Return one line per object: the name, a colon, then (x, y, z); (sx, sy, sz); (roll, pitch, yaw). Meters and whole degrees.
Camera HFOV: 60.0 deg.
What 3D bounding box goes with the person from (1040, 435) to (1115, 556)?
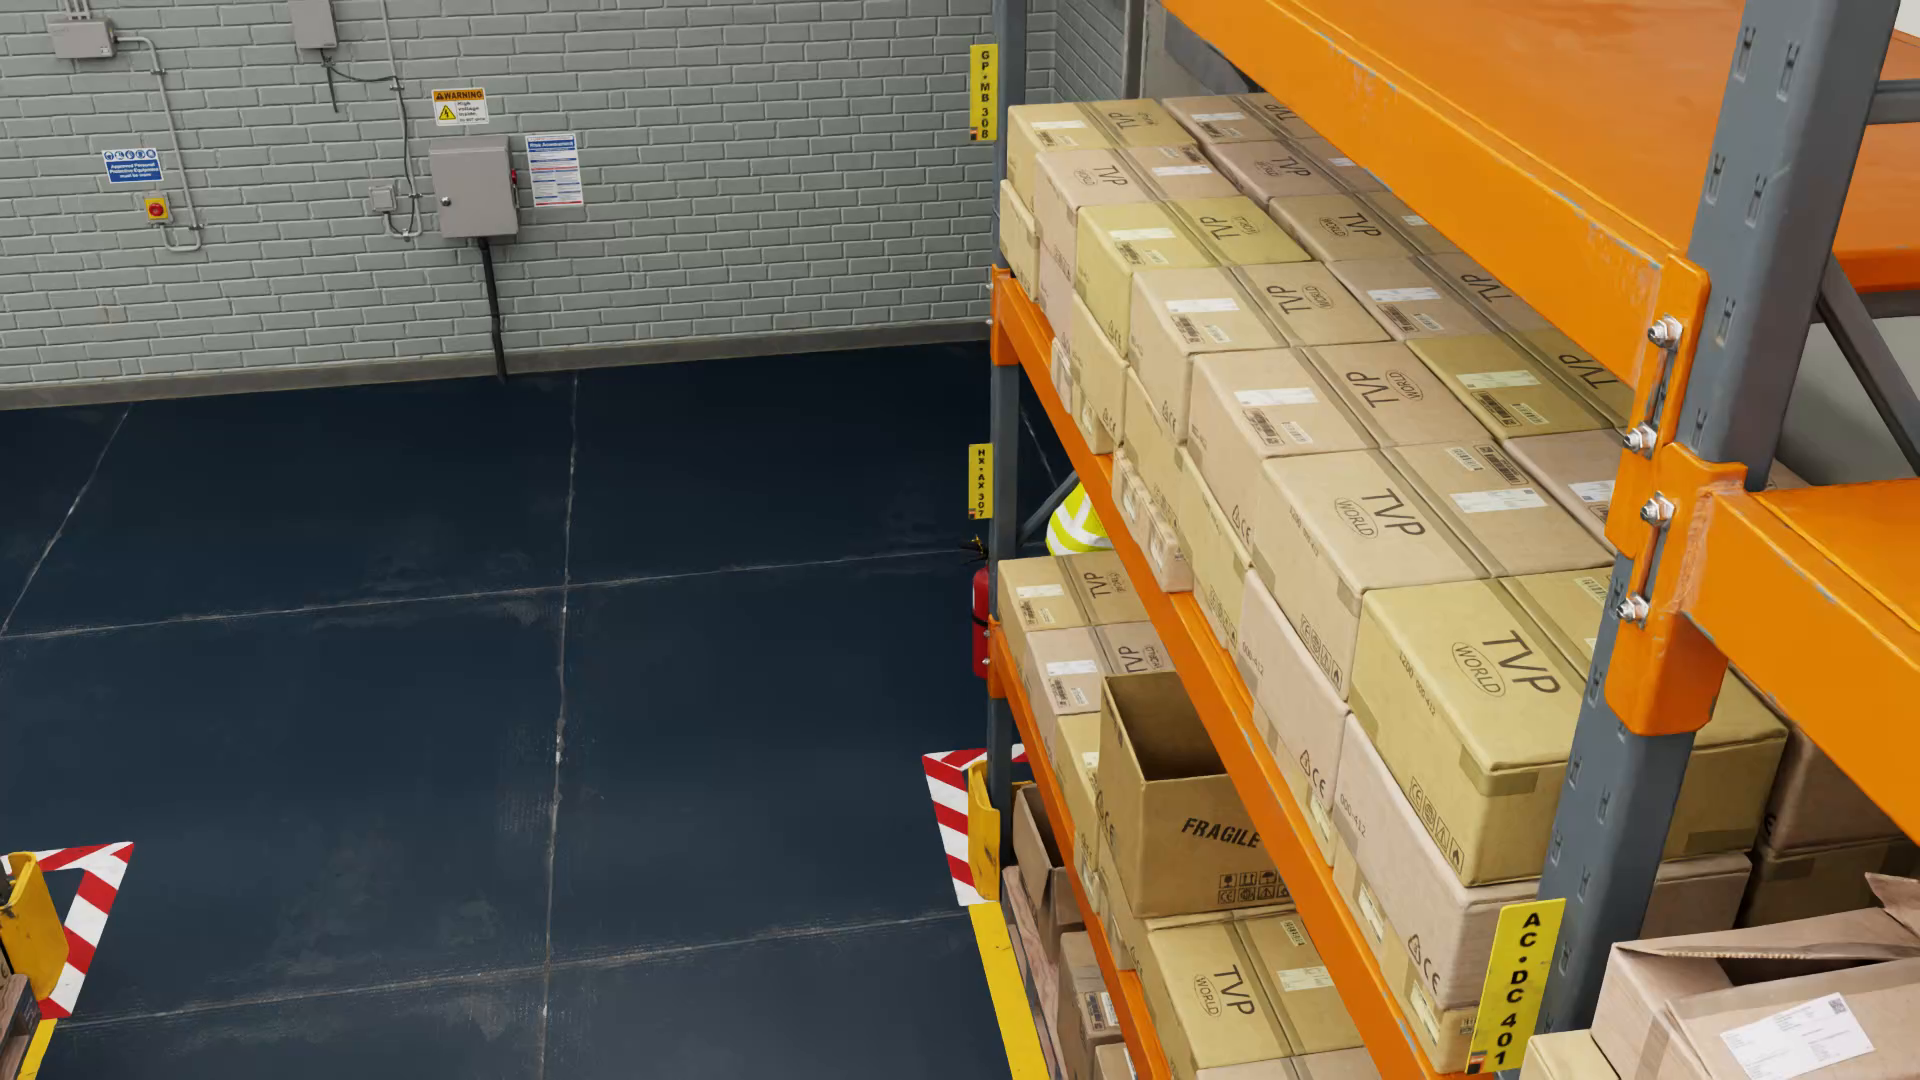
person: (0.632, 0.045, 8.044); (0.460, 1.759, 0.629); (-7, 31, -12)
